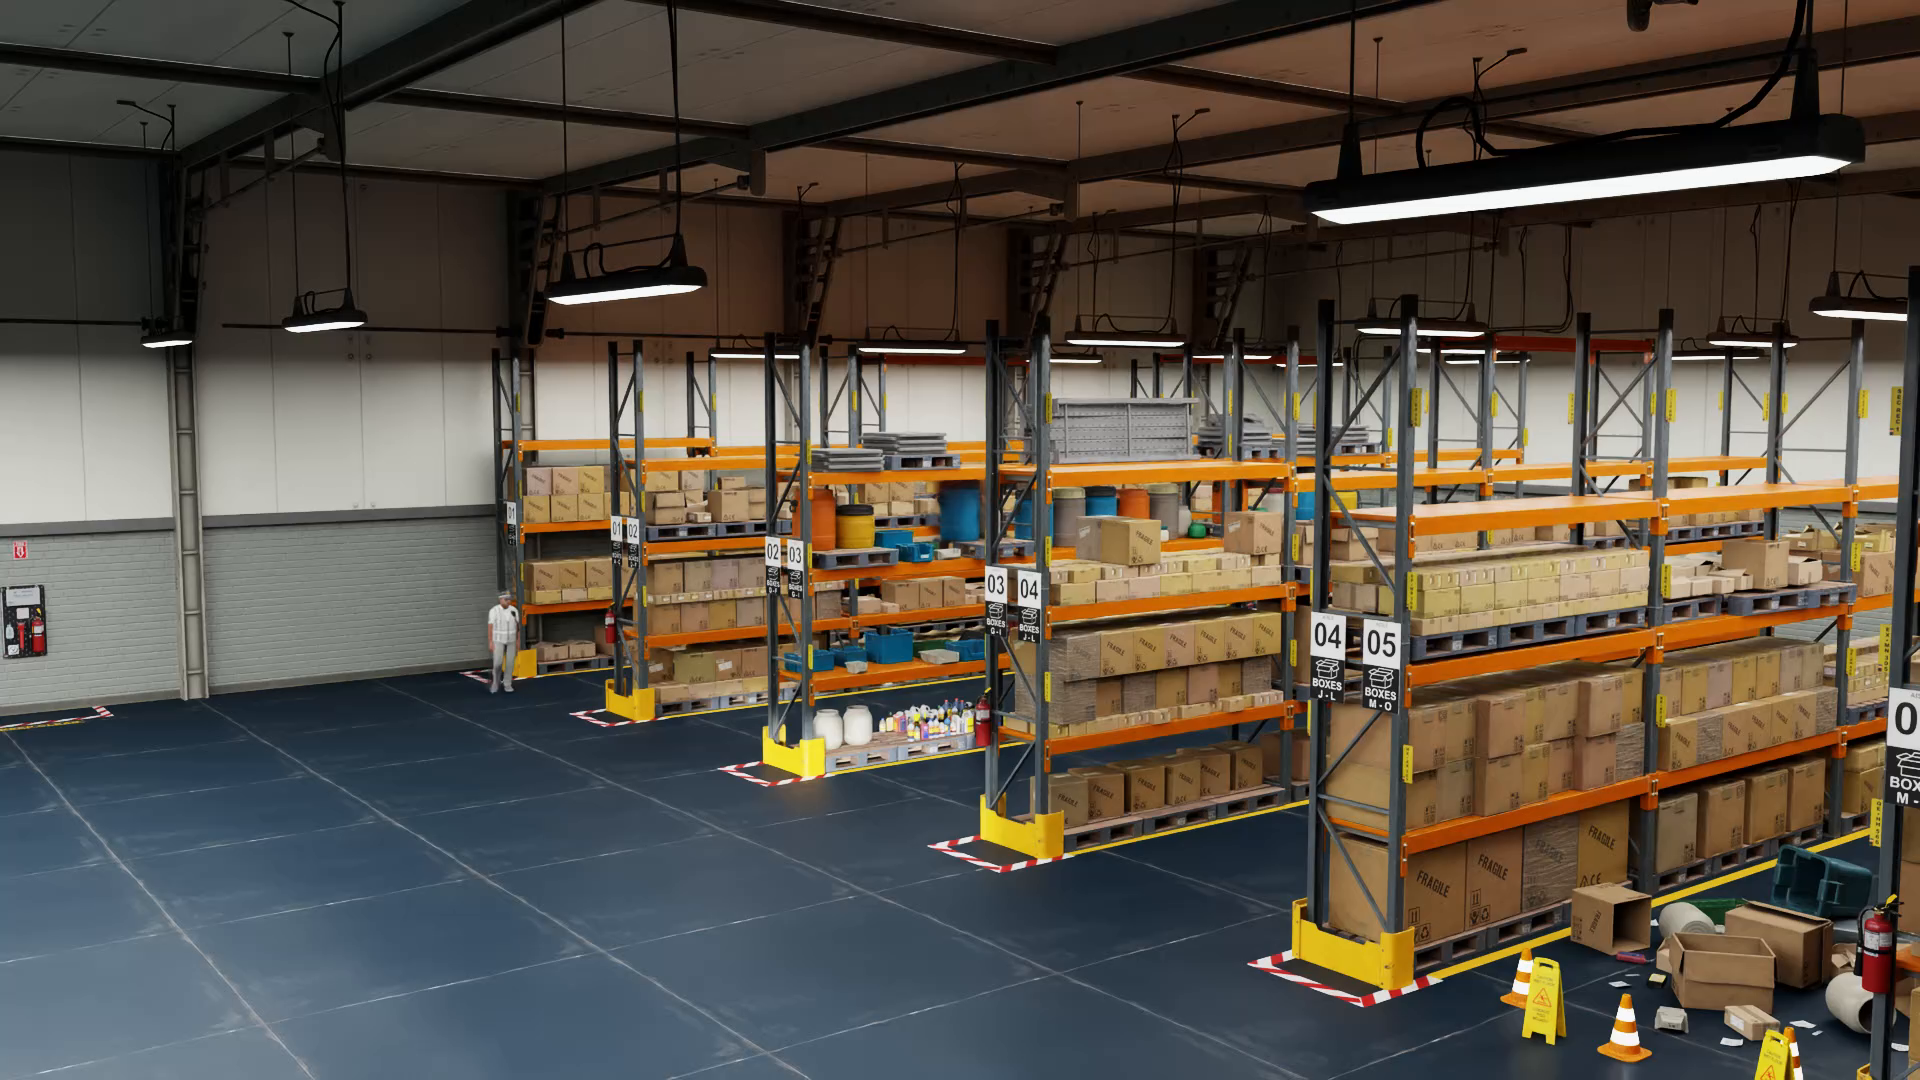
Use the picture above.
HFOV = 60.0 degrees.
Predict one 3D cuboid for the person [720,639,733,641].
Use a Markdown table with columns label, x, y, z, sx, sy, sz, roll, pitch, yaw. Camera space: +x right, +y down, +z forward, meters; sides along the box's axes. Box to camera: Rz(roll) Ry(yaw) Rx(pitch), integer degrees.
| label | x | y | z | sx | sy | sz | roll | pitch | yaw |
| --- | --- | --- | --- | --- | --- | --- | --- | --- | --- |
| person | -4.259 | 1.693 | 30.102 | 0.516 | 1.621 | 1.068 | 4 | 6 | 38 |

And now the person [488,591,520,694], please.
| label | x | y | z | sx | sy | sz | roll | pitch | yaw |
| --- | --- | --- | --- | --- | --- | --- | --- | --- | --- |
| person | -7.869 | 1.757 | 28.723 | 0.570 | 1.789 | 0.440 | -4 | 6 | -36 |
